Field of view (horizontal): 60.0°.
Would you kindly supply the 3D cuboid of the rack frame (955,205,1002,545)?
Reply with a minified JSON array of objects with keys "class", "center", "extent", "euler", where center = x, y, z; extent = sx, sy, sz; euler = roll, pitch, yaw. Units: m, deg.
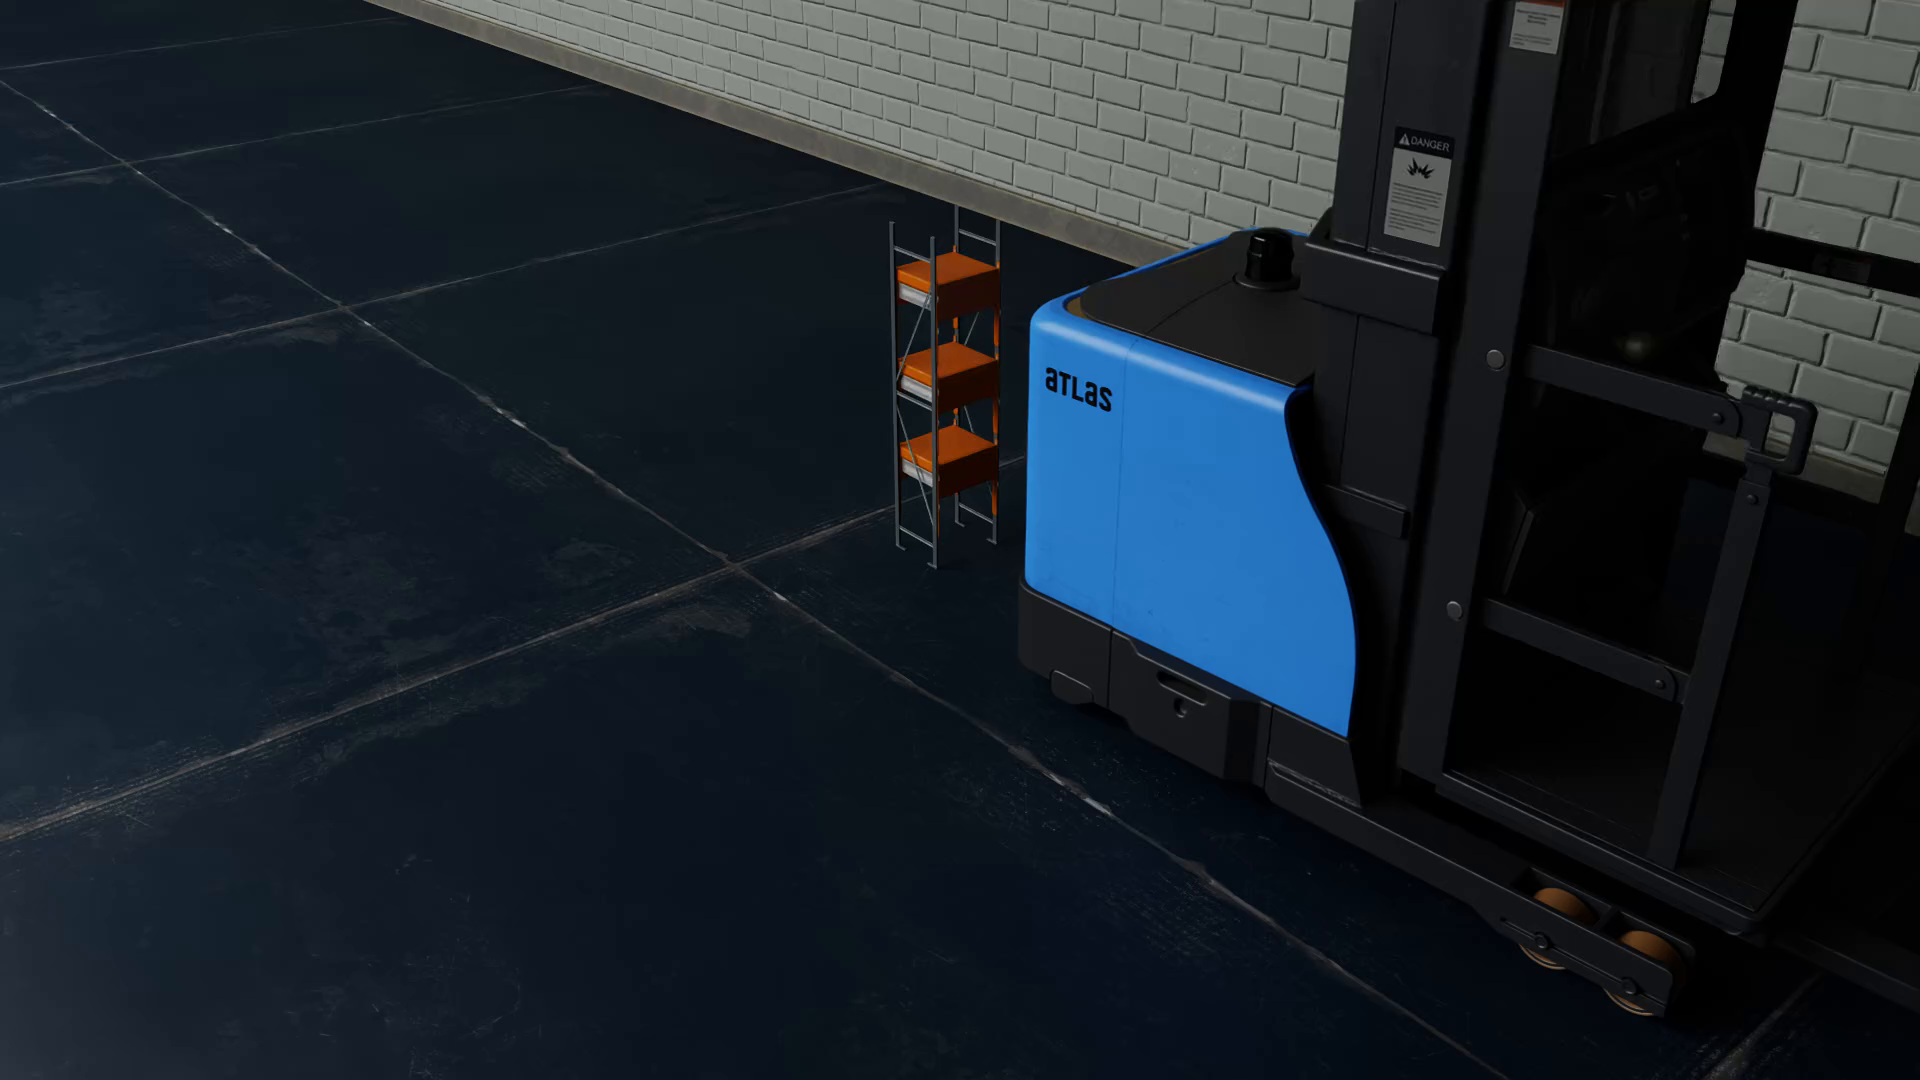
[{"class":"rack frame","center":[0.052,-0.484,5.059],"extent":[0.008,1.050,0.200],"euler":[-22,35,-35]}]

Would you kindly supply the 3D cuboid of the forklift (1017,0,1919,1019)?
[{"class":"forklift","center":[1.558,-0.591,3.263],"extent":[3.031,2.935,1.130],"euler":[25,37,38]}]

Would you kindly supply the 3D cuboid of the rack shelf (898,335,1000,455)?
[{"class":"rack shelf","center":[-0.041,-0.437,4.994],"extent":[0.240,0.259,0.215],"euler":[-22,35,-35]}]

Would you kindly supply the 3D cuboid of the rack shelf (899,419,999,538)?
[{"class":"rack shelf","center":[-0.041,-0.192,5.125],"extent":[0.240,0.259,0.215],"euler":[-22,35,-35]}]

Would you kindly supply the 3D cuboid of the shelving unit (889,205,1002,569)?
[{"class":"shelving unit","center":[-0.041,-0.447,4.989],"extent":[0.252,1.050,0.215],"euler":[-22,35,-35]}]

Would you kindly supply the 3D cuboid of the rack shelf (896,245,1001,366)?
[{"class":"rack shelf","center":[-0.041,-0.688,4.861],"extent":[0.240,0.259,0.215],"euler":[-22,35,-35]}]

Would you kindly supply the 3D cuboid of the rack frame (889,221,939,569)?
[{"class":"rack frame","center":[-0.134,-0.409,4.920],"extent":[0.008,1.050,0.200],"euler":[-22,35,-35]}]
